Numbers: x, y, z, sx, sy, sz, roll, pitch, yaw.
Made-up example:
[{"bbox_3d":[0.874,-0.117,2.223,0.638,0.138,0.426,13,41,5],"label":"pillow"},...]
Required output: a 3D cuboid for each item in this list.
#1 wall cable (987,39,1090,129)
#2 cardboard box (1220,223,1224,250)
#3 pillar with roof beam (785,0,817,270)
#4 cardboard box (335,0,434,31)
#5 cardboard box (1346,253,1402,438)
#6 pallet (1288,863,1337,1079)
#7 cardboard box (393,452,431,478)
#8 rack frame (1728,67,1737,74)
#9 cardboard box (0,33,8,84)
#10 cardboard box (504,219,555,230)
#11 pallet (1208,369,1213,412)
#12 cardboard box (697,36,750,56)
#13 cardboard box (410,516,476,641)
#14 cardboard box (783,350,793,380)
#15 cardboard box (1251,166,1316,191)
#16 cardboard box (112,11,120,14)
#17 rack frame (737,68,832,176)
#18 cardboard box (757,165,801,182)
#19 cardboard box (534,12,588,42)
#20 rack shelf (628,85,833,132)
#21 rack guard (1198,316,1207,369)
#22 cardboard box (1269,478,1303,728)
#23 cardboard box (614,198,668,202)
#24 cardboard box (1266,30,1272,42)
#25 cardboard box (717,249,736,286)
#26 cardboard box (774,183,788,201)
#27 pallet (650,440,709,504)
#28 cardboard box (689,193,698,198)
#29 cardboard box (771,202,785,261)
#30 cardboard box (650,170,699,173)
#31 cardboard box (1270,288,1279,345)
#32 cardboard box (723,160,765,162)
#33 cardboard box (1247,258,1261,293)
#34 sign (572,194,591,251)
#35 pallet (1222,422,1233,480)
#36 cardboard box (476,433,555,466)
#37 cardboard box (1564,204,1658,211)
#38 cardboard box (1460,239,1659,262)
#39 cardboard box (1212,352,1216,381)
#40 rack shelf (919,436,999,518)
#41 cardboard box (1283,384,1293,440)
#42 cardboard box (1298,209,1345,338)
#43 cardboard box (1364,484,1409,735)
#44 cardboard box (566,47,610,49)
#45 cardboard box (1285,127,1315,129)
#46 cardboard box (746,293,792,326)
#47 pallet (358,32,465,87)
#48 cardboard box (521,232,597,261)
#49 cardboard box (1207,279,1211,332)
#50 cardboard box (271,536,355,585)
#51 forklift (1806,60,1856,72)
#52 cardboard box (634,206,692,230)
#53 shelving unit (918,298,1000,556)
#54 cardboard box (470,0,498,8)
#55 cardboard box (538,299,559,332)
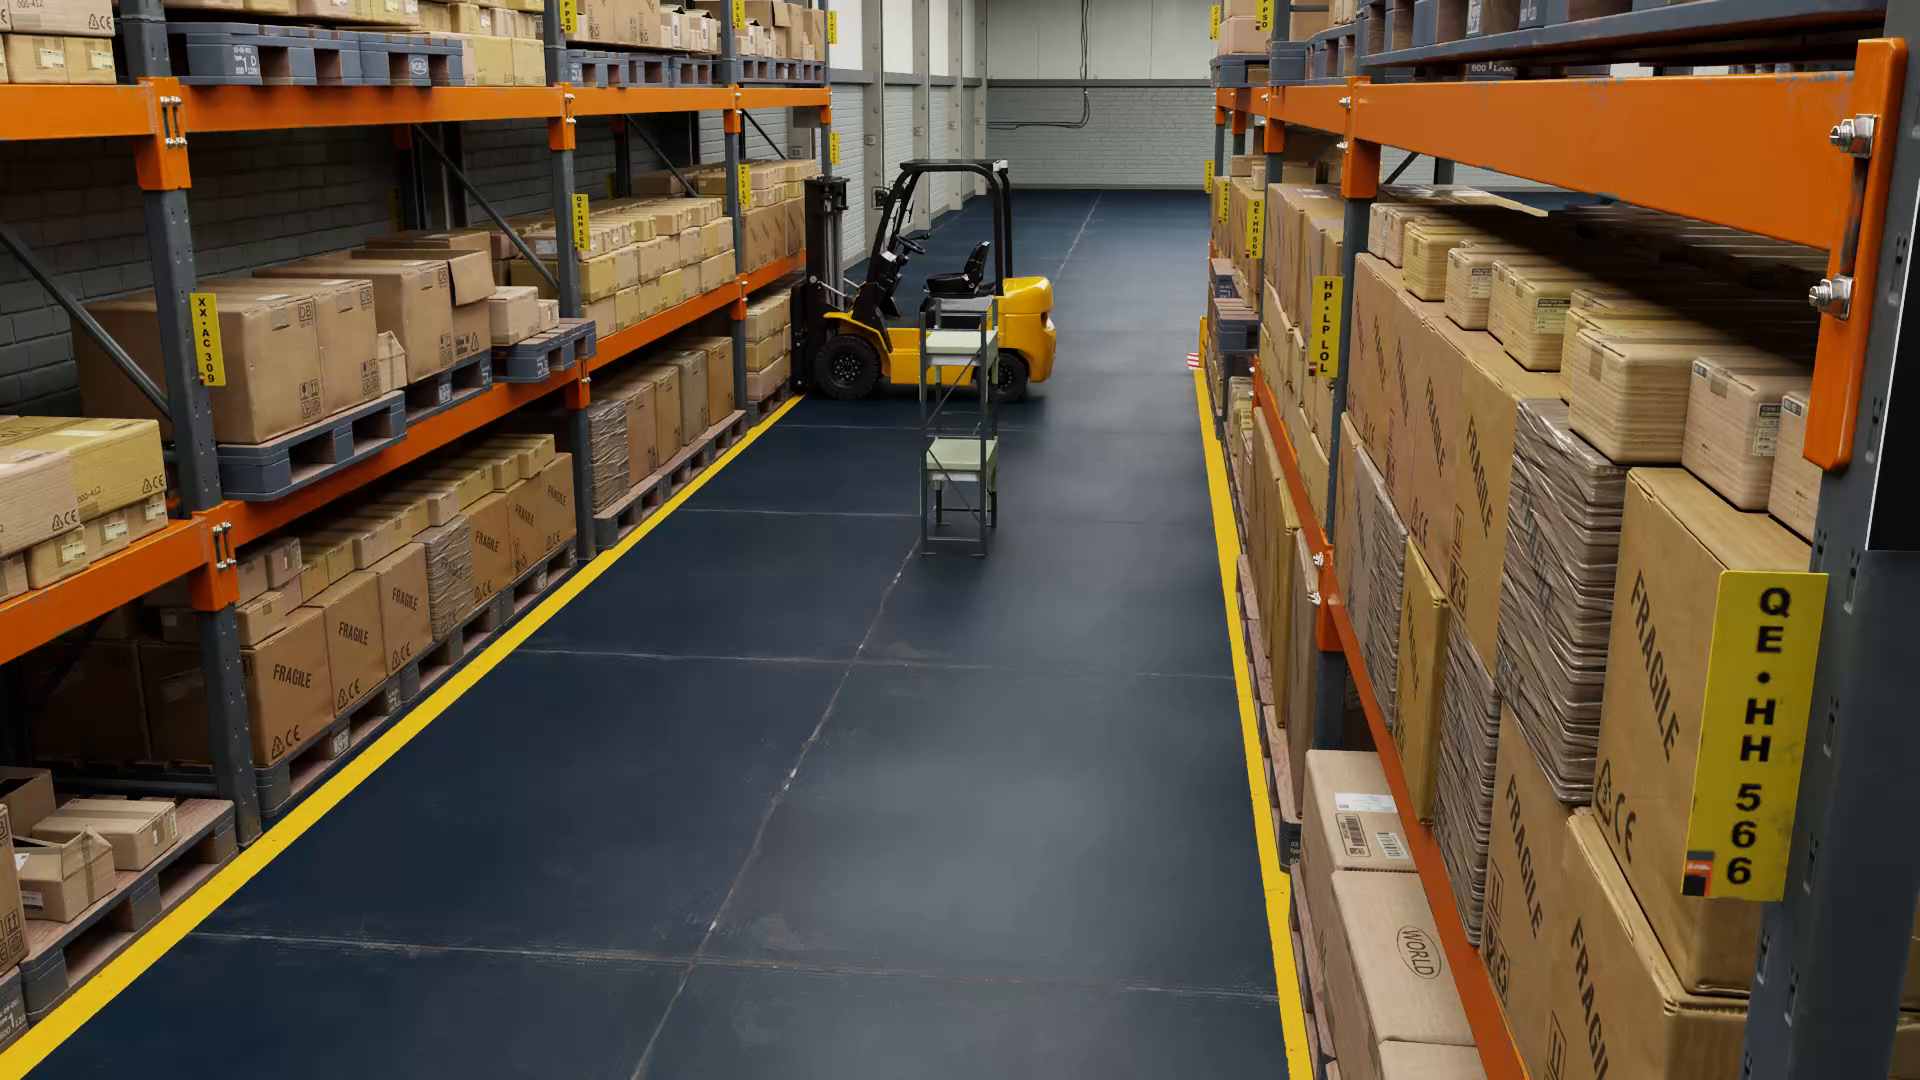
[{"bbox_3d":[2.212,-13.164,48.056,3.097,2.526,0.112,2,15,6],"label":"wall cable"},{"bbox_3d":[2.544,-2.816,14.567,0.500,0.500,0.500,2,15,8],"label":"cardboard box"},{"bbox_3d":[2.135,-7.587,21.480,9.100,9.000,0.400,2,15,6],"label":"pillar with roof beam"},{"bbox_3d":[-2.720,-2.477,7.851,0.380,0.149,0.250,2,15,8],"label":"cardboard box"},{"bbox_3d":[1.438,-0.572,4.925,0.500,0.500,0.500,2,15,7],"label":"cardboard box"},{"bbox_3d":[1.569,1.383,5.142,1.003,0.211,1.213,2,15,6],"label":"pallet"},{"bbox_3d":[-3.122,-0.389,9.094,0.380,0.149,0.250,2,15,7],"label":"cardboard box"},{"bbox_3d":[8.016,-3.151,16.567,1.000,3.000,0.127,2,15,6],"label":"rack frame"},{"bbox_3d":[-3.017,-1.395,4.809,0.380,0.149,0.250,2,15,8],"label":"cardboard box"},{"bbox_3d":[-2.839,-2.060,11.099,0.380,0.149,0.250,2,15,6],"label":"cardboard box"},{"bbox_3d":[2.811,-1.379,15.358,1.003,0.211,1.213,2,15,6],"label":"pallet"},{"bbox_3d":[-1.945,-4.063,13.680,0.380,0.149,0.250,2,15,7],"label":"cardboard box"},{"bbox_3d":[-2.746,0.180,8.234,0.500,0.500,0.500,1,15,4],"label":"cardboard box"},{"bbox_3d":[-1.829,-1.635,15.425,0.500,0.250,0.500,2,15,7],"label":"cardboard box"},{"bbox_3d":[2.088,-2.336,10.745,0.380,0.149,0.250,1,15,4],"label":"cardboard box"},{"bbox_3d":[-3.232,-2.026,6.148,0.380,0.149,0.250,2,15,8],"label":"cardboard box"},{"bbox_3d":[-1.846,-3.415,17.546,1.000,3.000,0.127,2,15,6],"label":"rack frame"},{"bbox_3d":[-1.721,-3.487,15.808,0.380,0.149,0.250,2,15,7],"label":"cardboard box"},{"bbox_3d":[-2.407,-3.008,9.746,0.380,0.166,0.250,2,15,6],"label":"cardboard box"},{"bbox_3d":[-2.071,-3.997,15.330,1.077,0.370,4.000,2,15,6],"label":"rack shelf"},{"bbox_3d":[3.078,-2.044,17.263,1.175,0.500,0.348,2,15,6],"label":"rack guard"},{"bbox_3d":[1.817,0.267,7.192,0.875,0.875,0.875,2,15,8],"label":"cardboard box"},{"bbox_3d":[-2.550,-2.655,13.298,0.380,0.149,0.250,1,15,5],"label":"cardboard box"},{"bbox_3d":[2.328,-3.090,10.397,0.797,0.503,0.637,2,15,6],"label":"cardboard box"},{"bbox_3d":[-2.094,-2.167,13.217,0.500,0.250,0.500,2,15,8],"label":"cardboard box"},{"bbox_3d":[-1.806,-3.215,15.370,0.380,0.149,0.250,1,15,5],"label":"cardboard box"},{"bbox_3d":[-2.477,-0.522,12.189,1.003,0.211,1.213,2,15,6],"label":"pallet"},{"bbox_3d":[-2.484,-2.965,14.445,0.380,0.149,0.250,2,15,8],"label":"cardboard box"},{"bbox_3d":[-1.889,-2.801,15.081,0.500,0.500,0.500,2,15,6],"label":"cardboard box"},{"bbox_3d":[-2.509,-3.174,14.651,0.380,0.149,0.250,1,15,5],"label":"cardboard box"},{"bbox_3d":[1.822,-1.106,8.335,0.500,0.250,0.500,2,15,8],"label":"cardboard box"},{"bbox_3d":[-2.188,-3.772,16.863,0.380,0.149,0.250,2,15,8],"label":"cardboard box"},{"bbox_3d":[1.959,-1.716,9.696,0.500,0.500,0.500,1,15,5],"label":"cardboard box"},{"bbox_3d":[-2.208,-1.848,9.682,0.100,0.325,0.005,2,15,6],"label":"sign"},{"bbox_3d":[2.549,-0.685,12.790,1.003,0.211,1.213,2,15,6],"label":"pallet"},{"bbox_3d":[-2.553,-0.514,9.559,0.380,0.149,0.250,1,15,4],"label":"cardboard box"},{"bbox_3d":[2.014,-0.913,4.941,0.380,0.149,0.250,1,15,5],"label":"cardboard box"},{"bbox_3d":[1.345,-0.595,3.766,0.380,0.149,0.250,2,15,6],"label":"cardboard box"},{"bbox_3d":[2.547,-1.540,15.072,0.500,0.250,0.500,2,15,7],"label":"cardboard box"},{"bbox_3d":[0.001,-0.411,10.558,0.431,0.370,0.720,2,15,6],"label":"rack shelf"},{"bbox_3d":[1.721,-0.606,7.443,0.500,0.250,0.500,2,15,6],"label":"cardboard box"},{"bbox_3d":[1.661,-1.077,6.793,0.500,0.500,0.500,2,15,8],"label":"cardboard box"},{"bbox_3d":[1.296,0.167,4.106,0.500,0.500,0.500,2,15,7],"label":"cardboard box"},{"bbox_3d":[-2.584,-3.481,11.495,0.380,0.166,0.250,2,15,6],"label":"cardboard box"},{"bbox_3d":[3.226,-3.539,15.328,0.700,0.500,0.500,2,15,6],"label":"cardboard box"},{"bbox_3d":[-1.818,-2.114,15.281,0.500,0.250,0.500,2,15,8],"label":"cardboard box"},{"bbox_3d":[-2.943,-2.097,7.282,1.213,0.211,1.003,2,15,6],"label":"pallet"},{"bbox_3d":[-2.420,-1.776,10.049,0.380,0.149,0.250,2,15,8],"label":"cardboard box"},{"bbox_3d":[2.719,-2.300,16.449,0.500,0.500,0.500,1,15,4],"label":"cardboard box"},{"bbox_3d":[-2.905,0.090,7.324,0.380,0.149,0.250,1,15,5],"label":"cardboard box"},{"bbox_3d":[4.797,-1.139,9.258,1.130,2.935,3.031,2,15,7],"label":"forklift"},{"bbox_3d":[-2.196,-2.377,12.270,0.380,0.149,0.250,1,15,5],"label":"cardboard box"},{"bbox_3d":[0.001,-0.726,10.473,0.431,1.500,0.755,2,15,6],"label":"shelving unit"},{"bbox_3d":[-2.608,-2.819,8.547,0.380,0.149,0.250,1,15,4],"label":"cardboard box"},{"bbox_3d":[-2.441,-1.240,9.179,0.380,0.149,0.250,2,15,7],"label":"cardboard box"}]
